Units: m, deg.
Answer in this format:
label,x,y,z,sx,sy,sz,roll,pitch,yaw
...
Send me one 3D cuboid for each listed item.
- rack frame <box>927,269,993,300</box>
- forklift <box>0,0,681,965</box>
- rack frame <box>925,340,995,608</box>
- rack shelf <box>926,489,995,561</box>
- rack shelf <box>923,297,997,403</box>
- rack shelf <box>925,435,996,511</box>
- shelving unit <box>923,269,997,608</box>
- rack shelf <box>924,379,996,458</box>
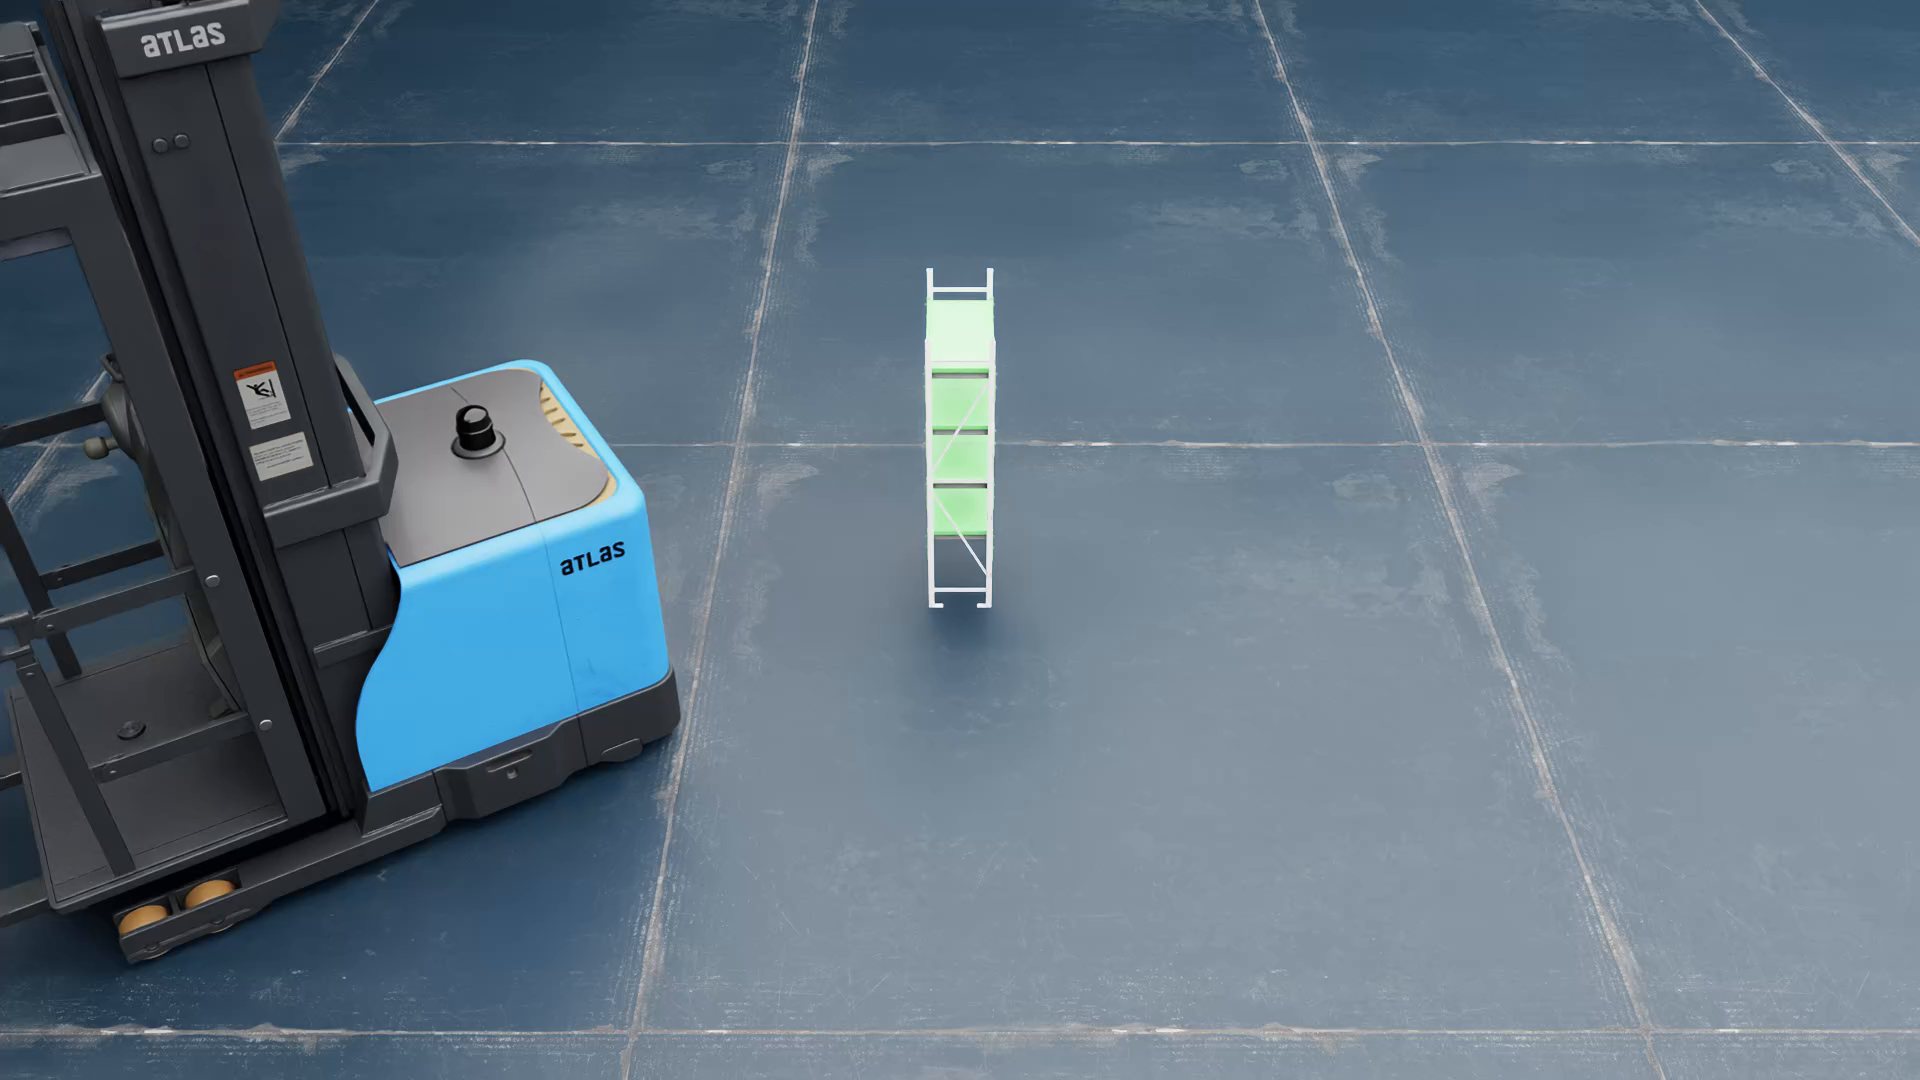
label,x,y,z,sx,sy,sz,roll,pitch,yaw
rack frame,0.000,-0.517,6.436,0.240,1.200,0.015,0,39,0
forklift,-2.512,-0.231,4.695,3.031,2.935,1.130,-21,43,-24
rack frame,0.000,-0.212,6.055,0.240,1.200,0.015,0,39,0
rack shelf,0.000,-0.128,6.436,0.258,0.148,0.480,0,39,0
rack shelf,0.000,-0.689,5.985,0.258,0.148,0.480,0,39,0
rack shelf,0.000,-0.315,6.286,0.258,0.148,0.480,0,39,0
shelving unit,0.000,-0.365,6.246,0.258,1.200,0.503,0,39,0
rack shelf,0.000,-0.502,6.135,0.258,0.148,0.480,0,39,0
